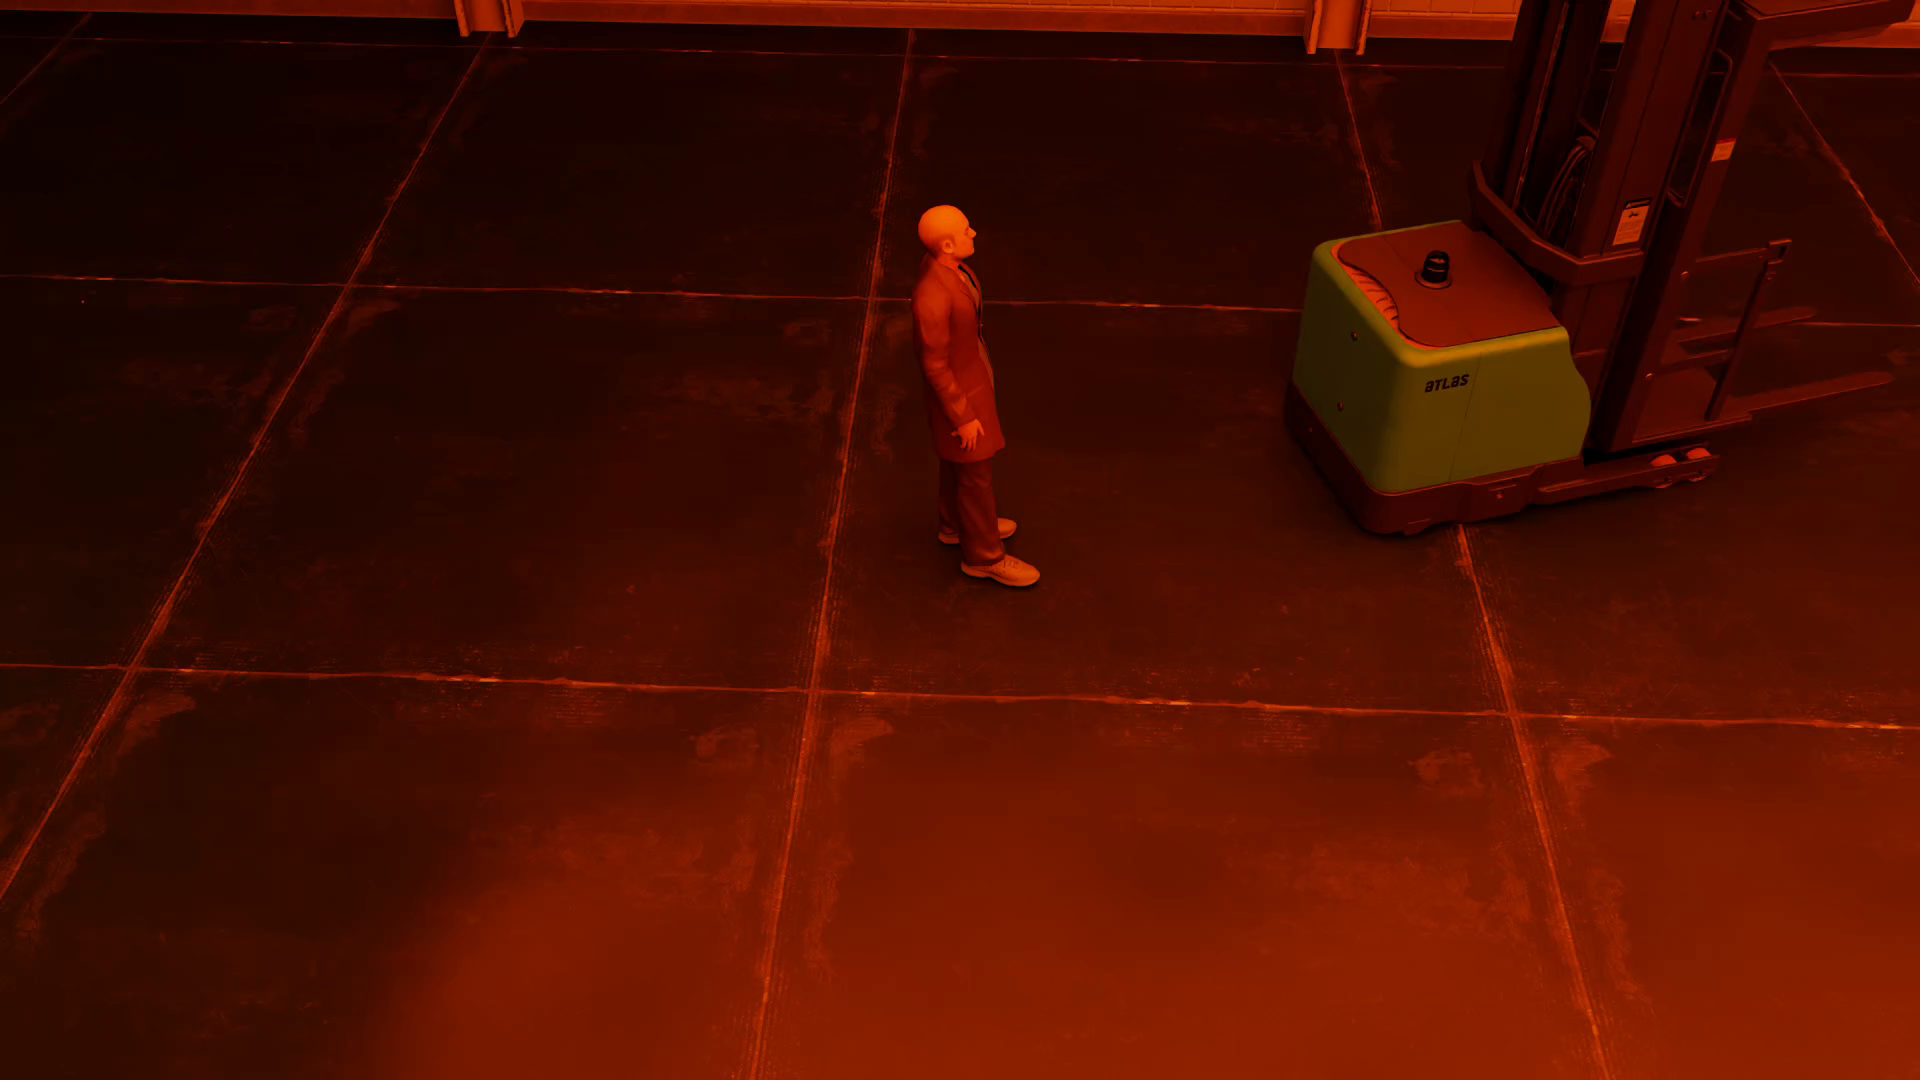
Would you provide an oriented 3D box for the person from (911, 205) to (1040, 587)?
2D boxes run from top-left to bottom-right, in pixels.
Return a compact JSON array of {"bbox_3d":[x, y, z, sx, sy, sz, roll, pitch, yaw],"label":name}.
[{"bbox_3d":[0.092,-0.656,7.306,0.579,1.777,0.696,2,42,2],"label":"person"}]

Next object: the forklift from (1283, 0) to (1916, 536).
[{"bbox_3d":[3.228,-1.668,7.570,3.031,2.935,1.130,-11,44,-12],"label":"forklift"}]
